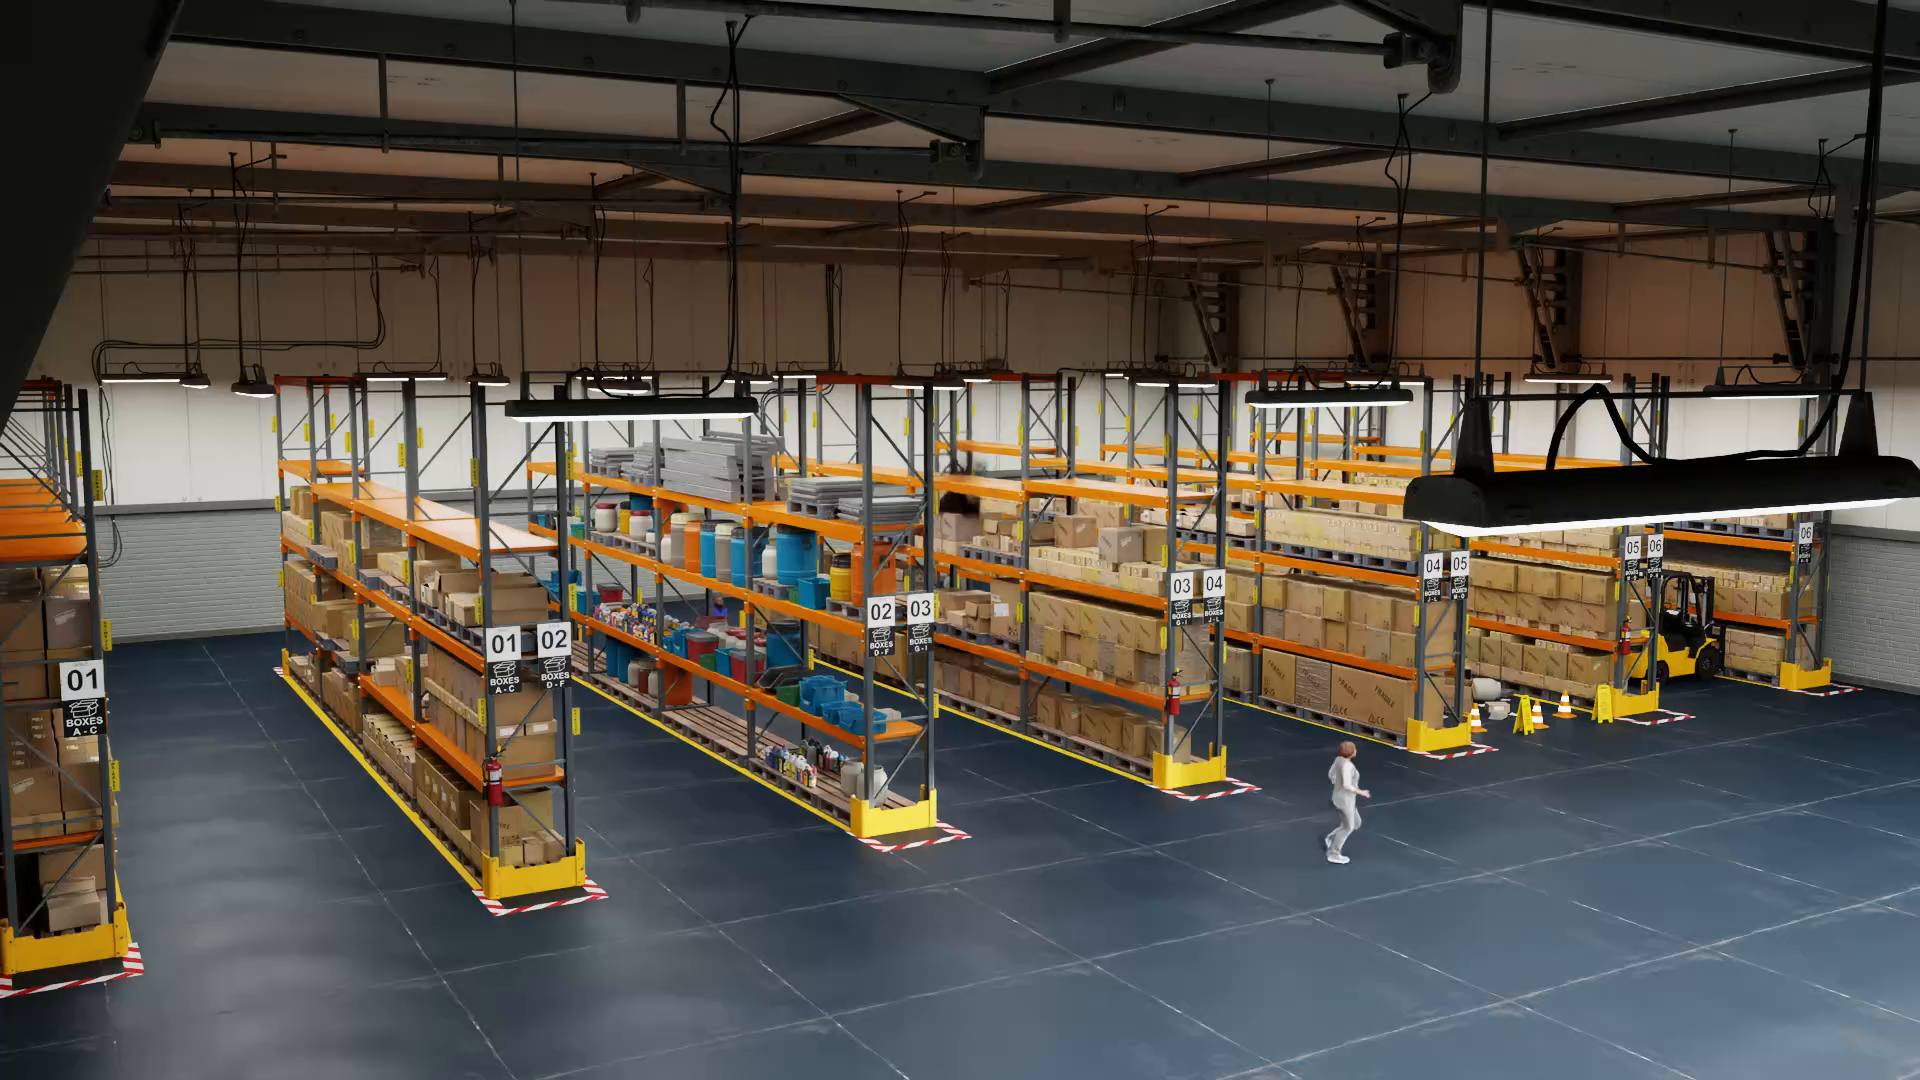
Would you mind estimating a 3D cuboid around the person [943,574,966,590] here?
[{"bbox_3d":[-0.022,0.846,42.289,0.958,1.852,0.627,-4,8,-35],"label":"person"}]

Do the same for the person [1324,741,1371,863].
[{"bbox_3d":[4.853,3.276,20.818,0.527,1.562,0.553,0,6,3],"label":"person"}]

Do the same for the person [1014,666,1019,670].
[{"bbox_3d":[1.246,1.763,32.086,0.577,1.570,0.592,-4,7,-30],"label":"person"}]

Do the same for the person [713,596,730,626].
[{"bbox_3d":[-4.823,1.921,33.234,0.574,1.627,0.822,-4,7,-32],"label":"person"}]
